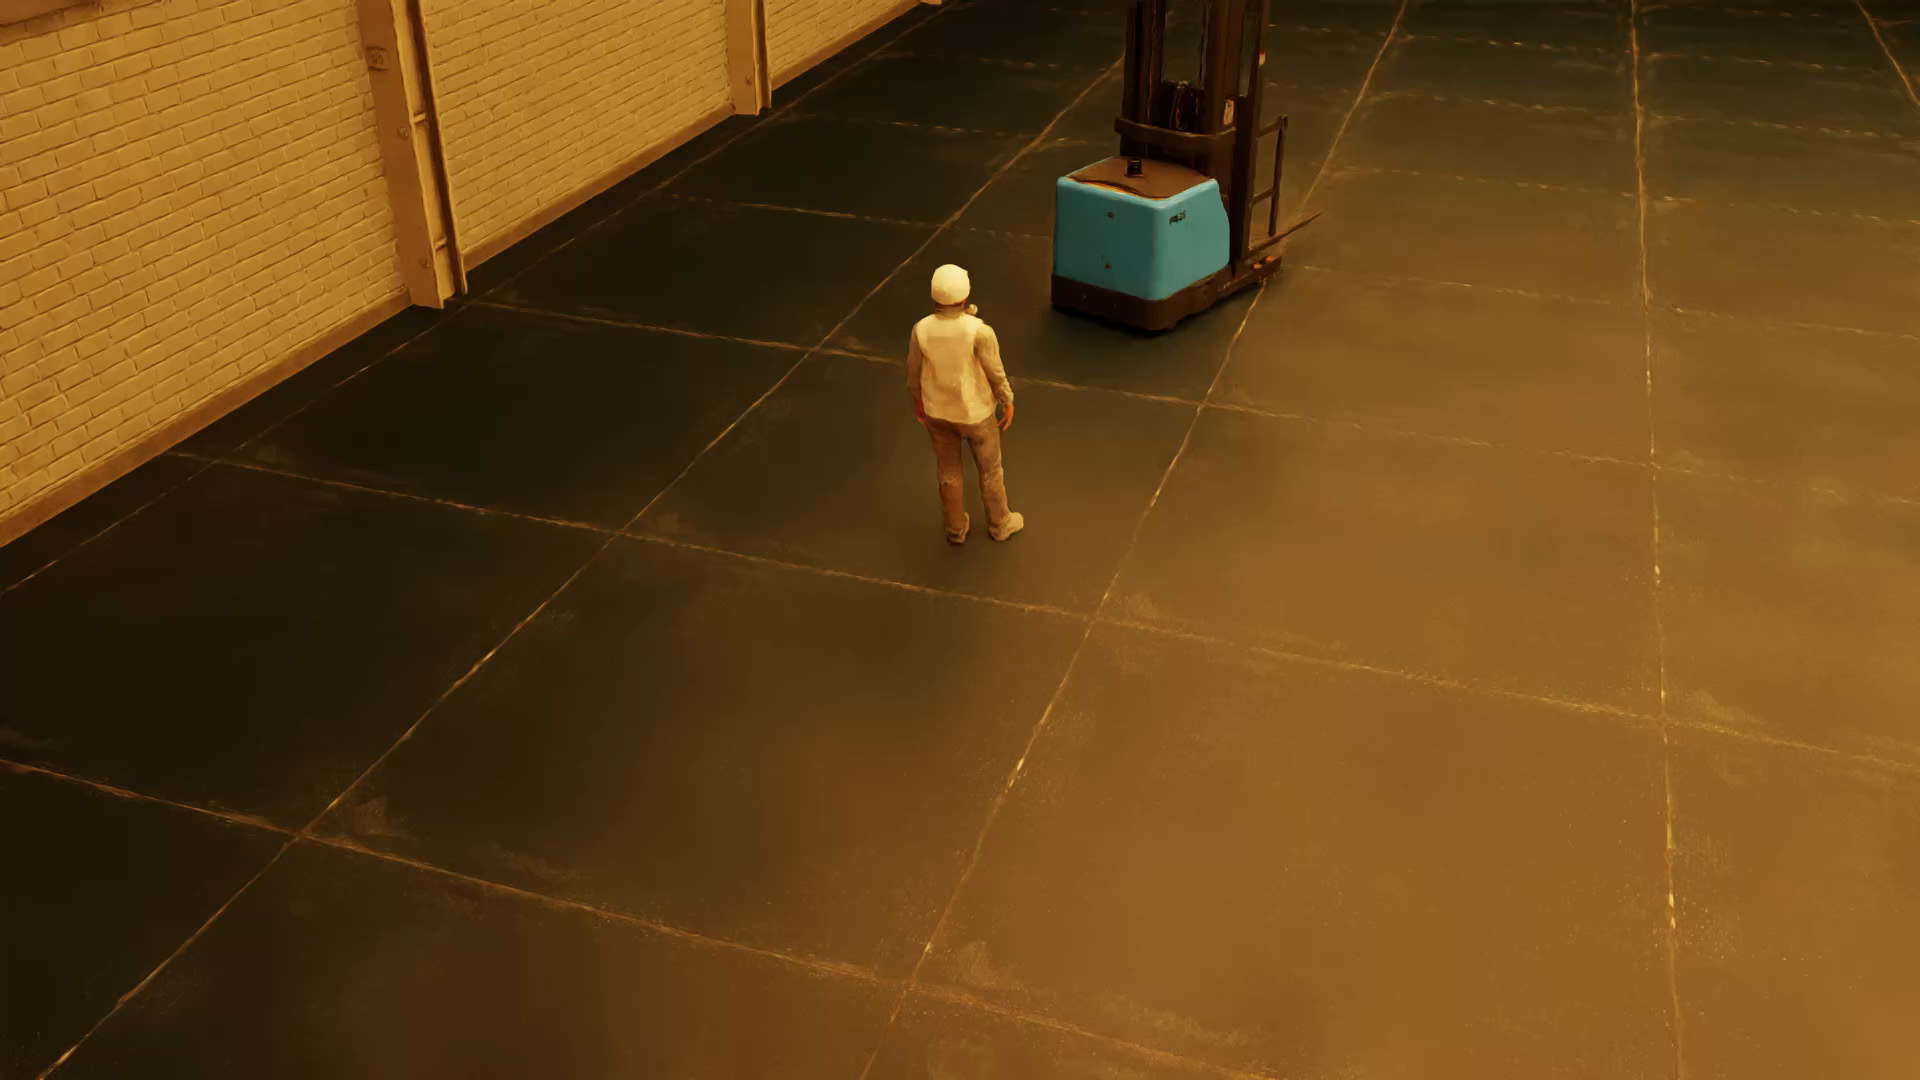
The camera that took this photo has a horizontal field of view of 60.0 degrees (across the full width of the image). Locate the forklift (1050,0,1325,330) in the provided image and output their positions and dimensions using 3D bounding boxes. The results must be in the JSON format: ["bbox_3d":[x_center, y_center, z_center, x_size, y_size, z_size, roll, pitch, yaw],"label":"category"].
[{"bbox_3d":[2.041,-3.549,13.361,1.130,2.935,3.031,22,36,33],"label":"forklift"}]

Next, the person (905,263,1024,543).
[{"bbox_3d":[0.028,-0.805,9.702,0.632,1.773,0.567,10,31,16],"label":"person"}]
